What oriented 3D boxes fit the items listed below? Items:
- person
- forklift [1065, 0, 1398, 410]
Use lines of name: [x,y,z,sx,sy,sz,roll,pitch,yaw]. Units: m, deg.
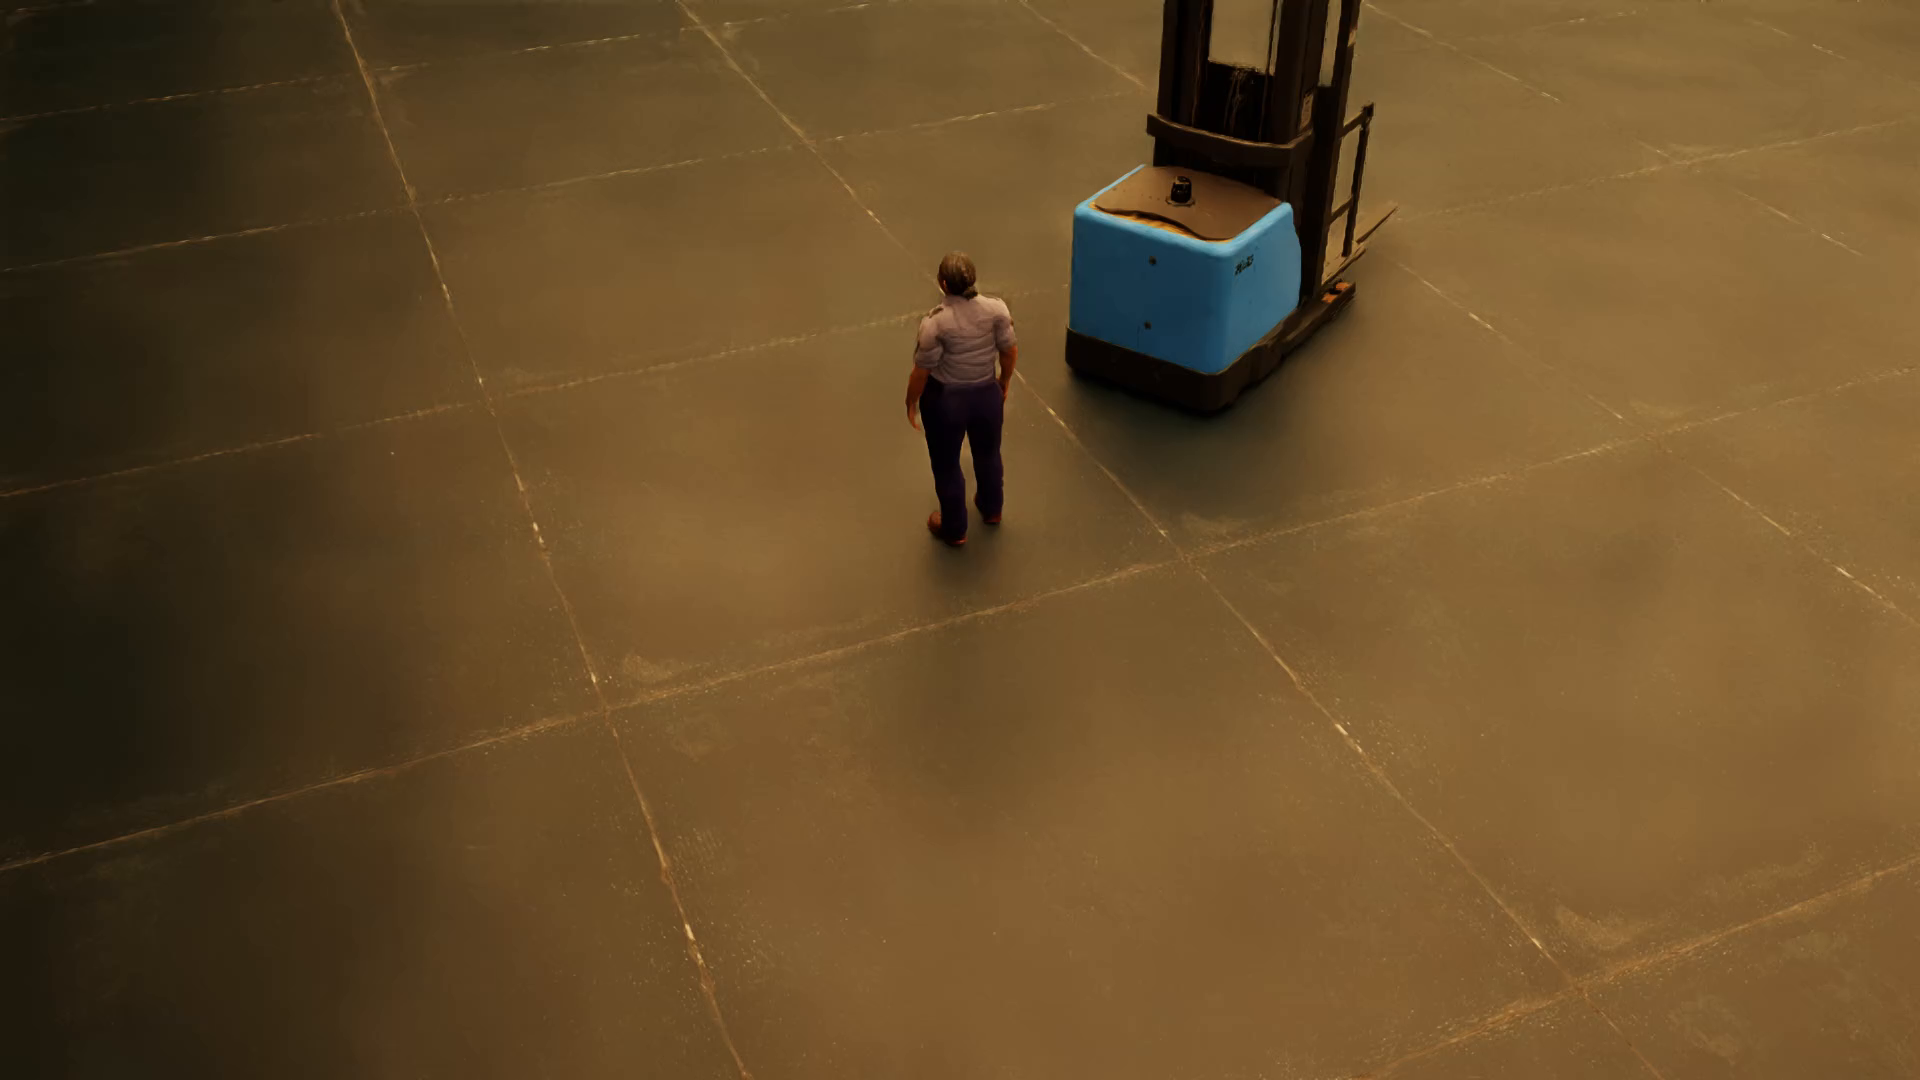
person: [-0.014,-0.730,8.221,0.599,1.650,0.502,-14,38,-19]
forklift: [1.894,-2.746,9.961,1.130,2.935,3.031,22,41,28]
